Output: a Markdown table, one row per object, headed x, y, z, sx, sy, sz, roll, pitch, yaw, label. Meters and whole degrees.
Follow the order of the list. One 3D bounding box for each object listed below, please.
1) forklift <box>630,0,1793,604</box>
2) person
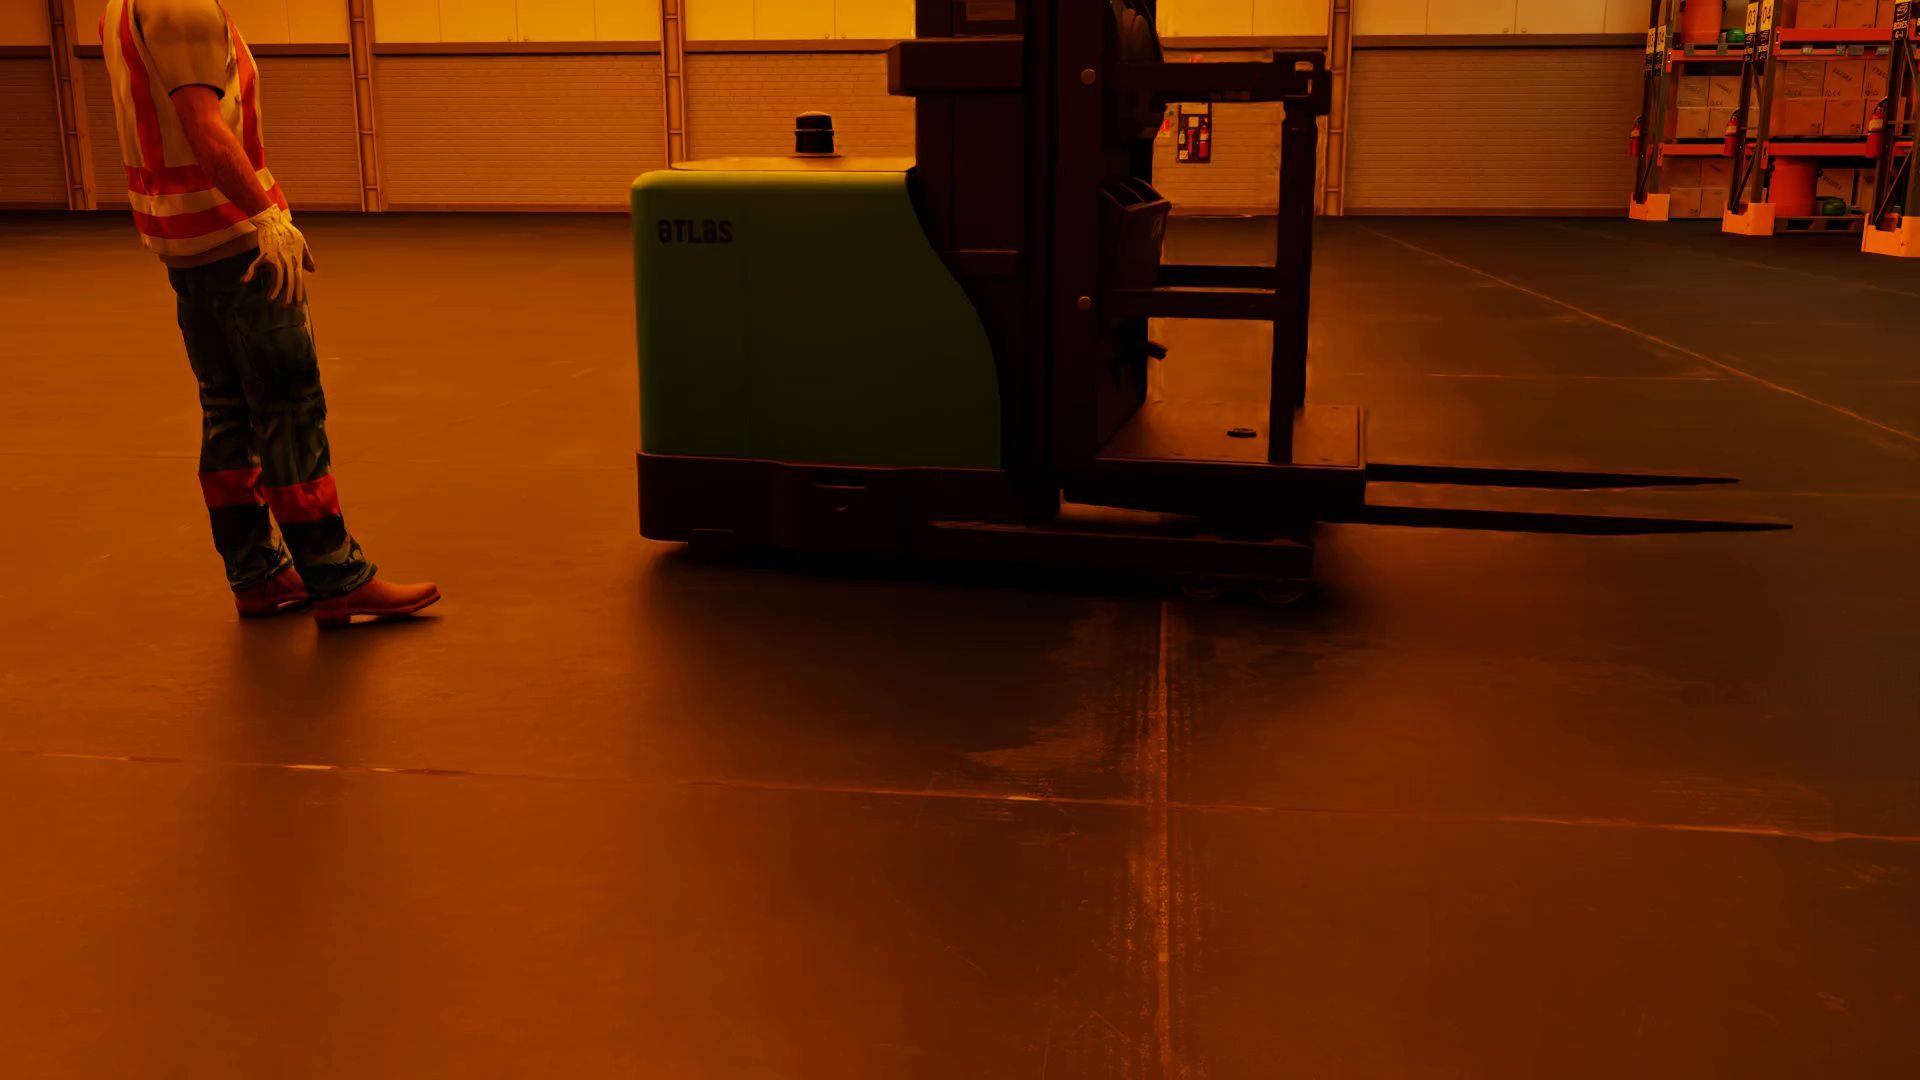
| x | y | z | sx | sy | sz | roll | pitch | yaw | label |
| --- | --- | --- | --- | --- | --- | --- | --- | --- | --- |
| 0.665 | -1.397 | 4.486 | 3.031 | 2.935 | 1.130 | 3 | 14 | 13 | forklift |
| -1.687 | -0.706 | 4.004 | 0.565 | 1.787 | 0.638 | -11 | 17 | -38 | person |
